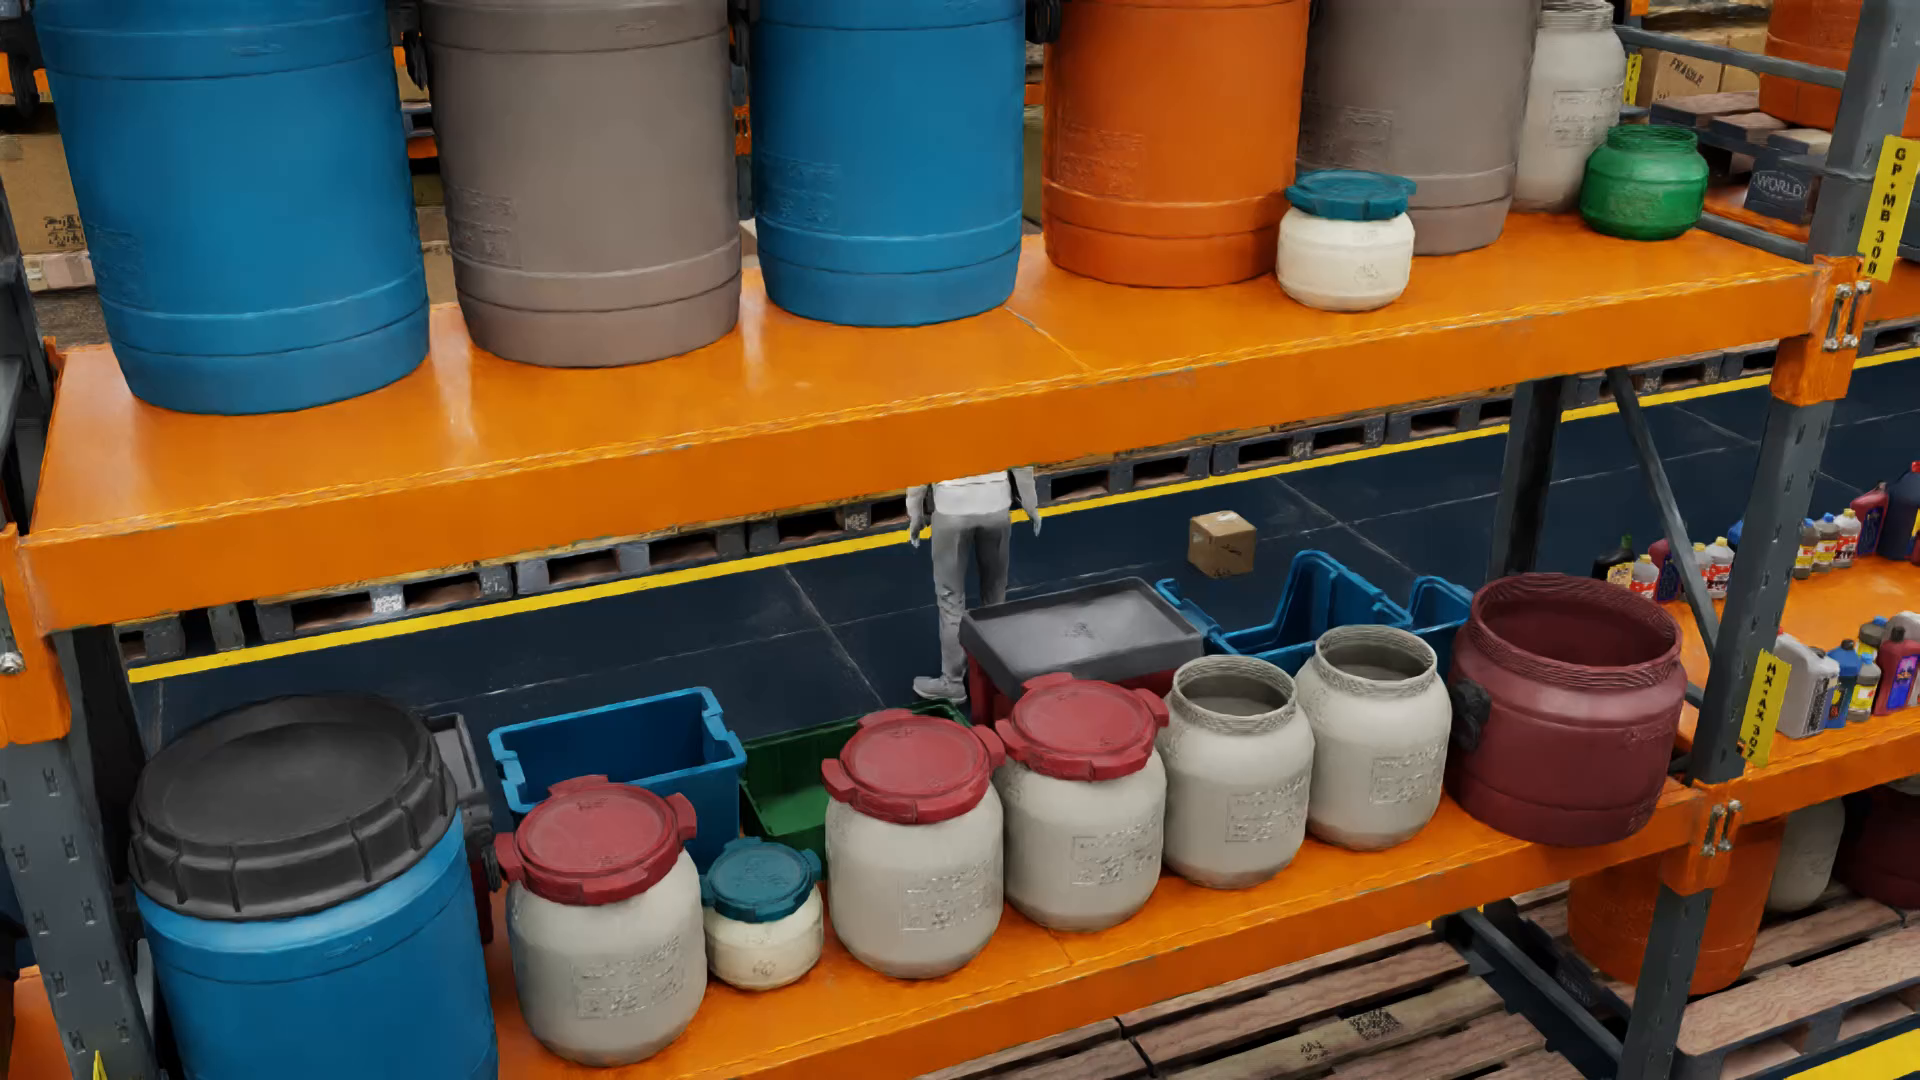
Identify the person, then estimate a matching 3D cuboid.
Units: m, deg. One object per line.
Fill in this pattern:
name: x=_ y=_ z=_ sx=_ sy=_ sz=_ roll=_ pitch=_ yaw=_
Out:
person: x=0.059 y=-0.131 z=7.312 sx=0.601 sy=1.668 sz=0.553 roll=-6 pitch=27 yaw=-11
